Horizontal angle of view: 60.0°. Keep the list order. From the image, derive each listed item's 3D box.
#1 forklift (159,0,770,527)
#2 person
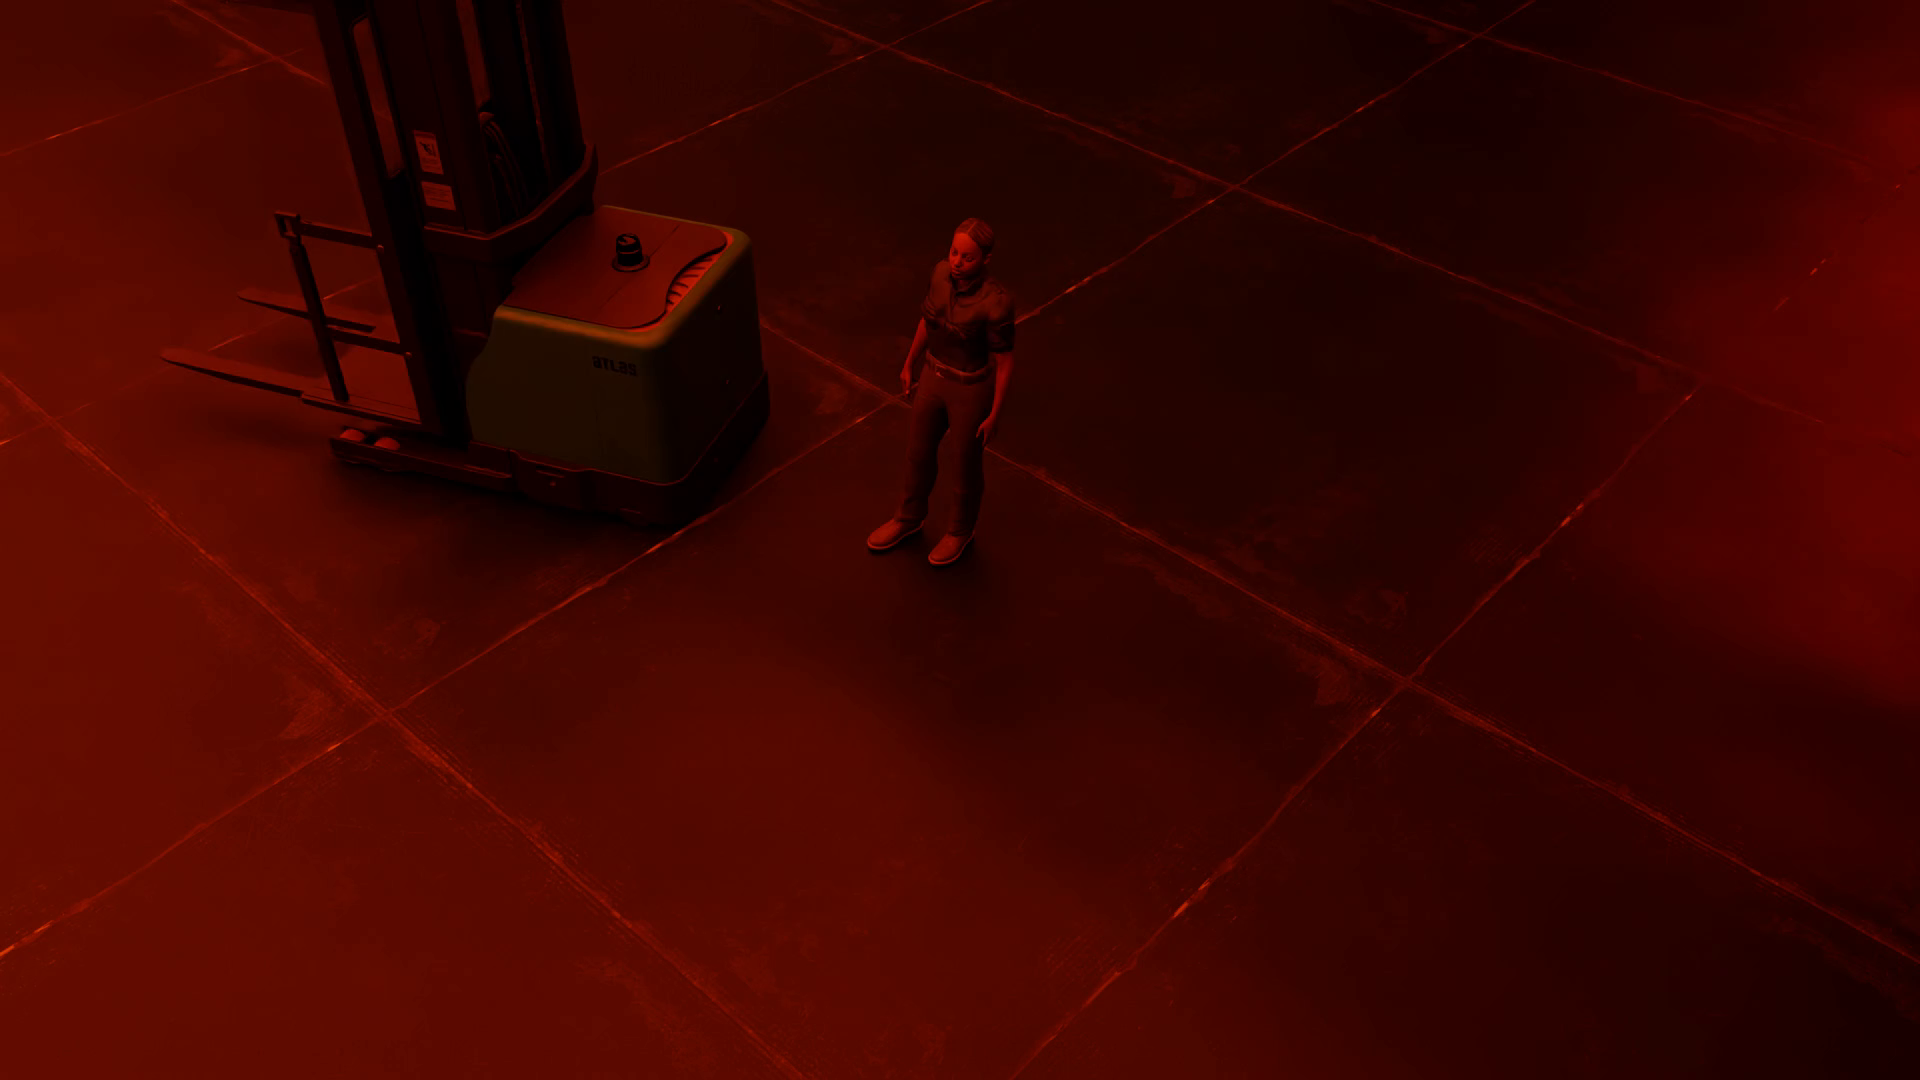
[{"bbox_3d":[-2.523,-1.754,7.472,3.031,2.935,1.130,13,42,15],"label":"forklift"},{"bbox_3d":[-0.074,-0.600,7.097,0.569,1.656,0.503,31,49,31],"label":"person"}]
